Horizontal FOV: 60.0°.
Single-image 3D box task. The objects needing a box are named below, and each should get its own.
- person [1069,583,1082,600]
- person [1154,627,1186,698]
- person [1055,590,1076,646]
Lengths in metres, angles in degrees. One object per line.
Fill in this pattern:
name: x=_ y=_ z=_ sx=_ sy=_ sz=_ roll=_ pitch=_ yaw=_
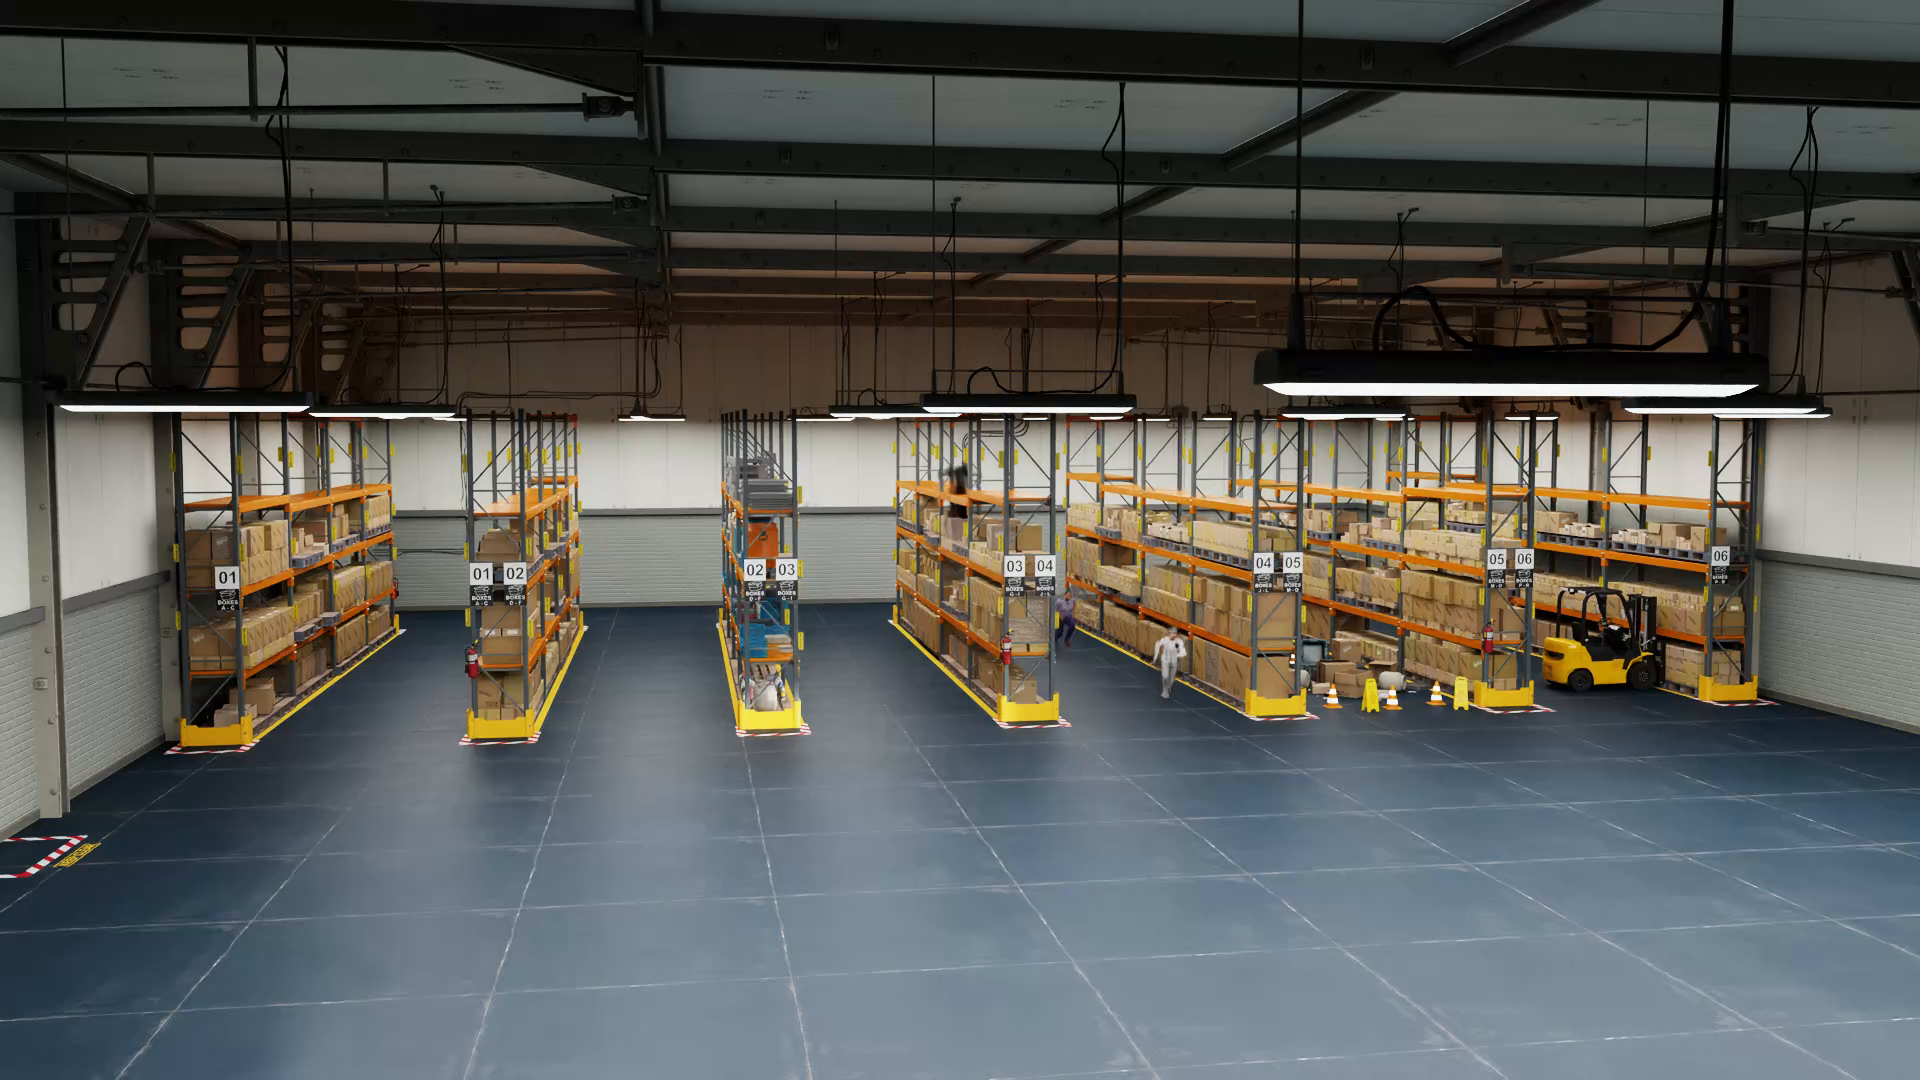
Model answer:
person: x=3.514 y=1.371 z=49.959 sx=0.692 sy=1.761 sz=0.666 roll=-2 pitch=4 yaw=-27
person: x=4.353 y=2.534 z=34.429 sx=0.610 sy=1.545 sz=0.915 roll=0 pitch=4 yaw=-4
person: x=2.563 y=1.953 z=41.555 sx=0.599 sy=1.465 sz=0.996 roll=-2 pitch=4 yaw=-23
